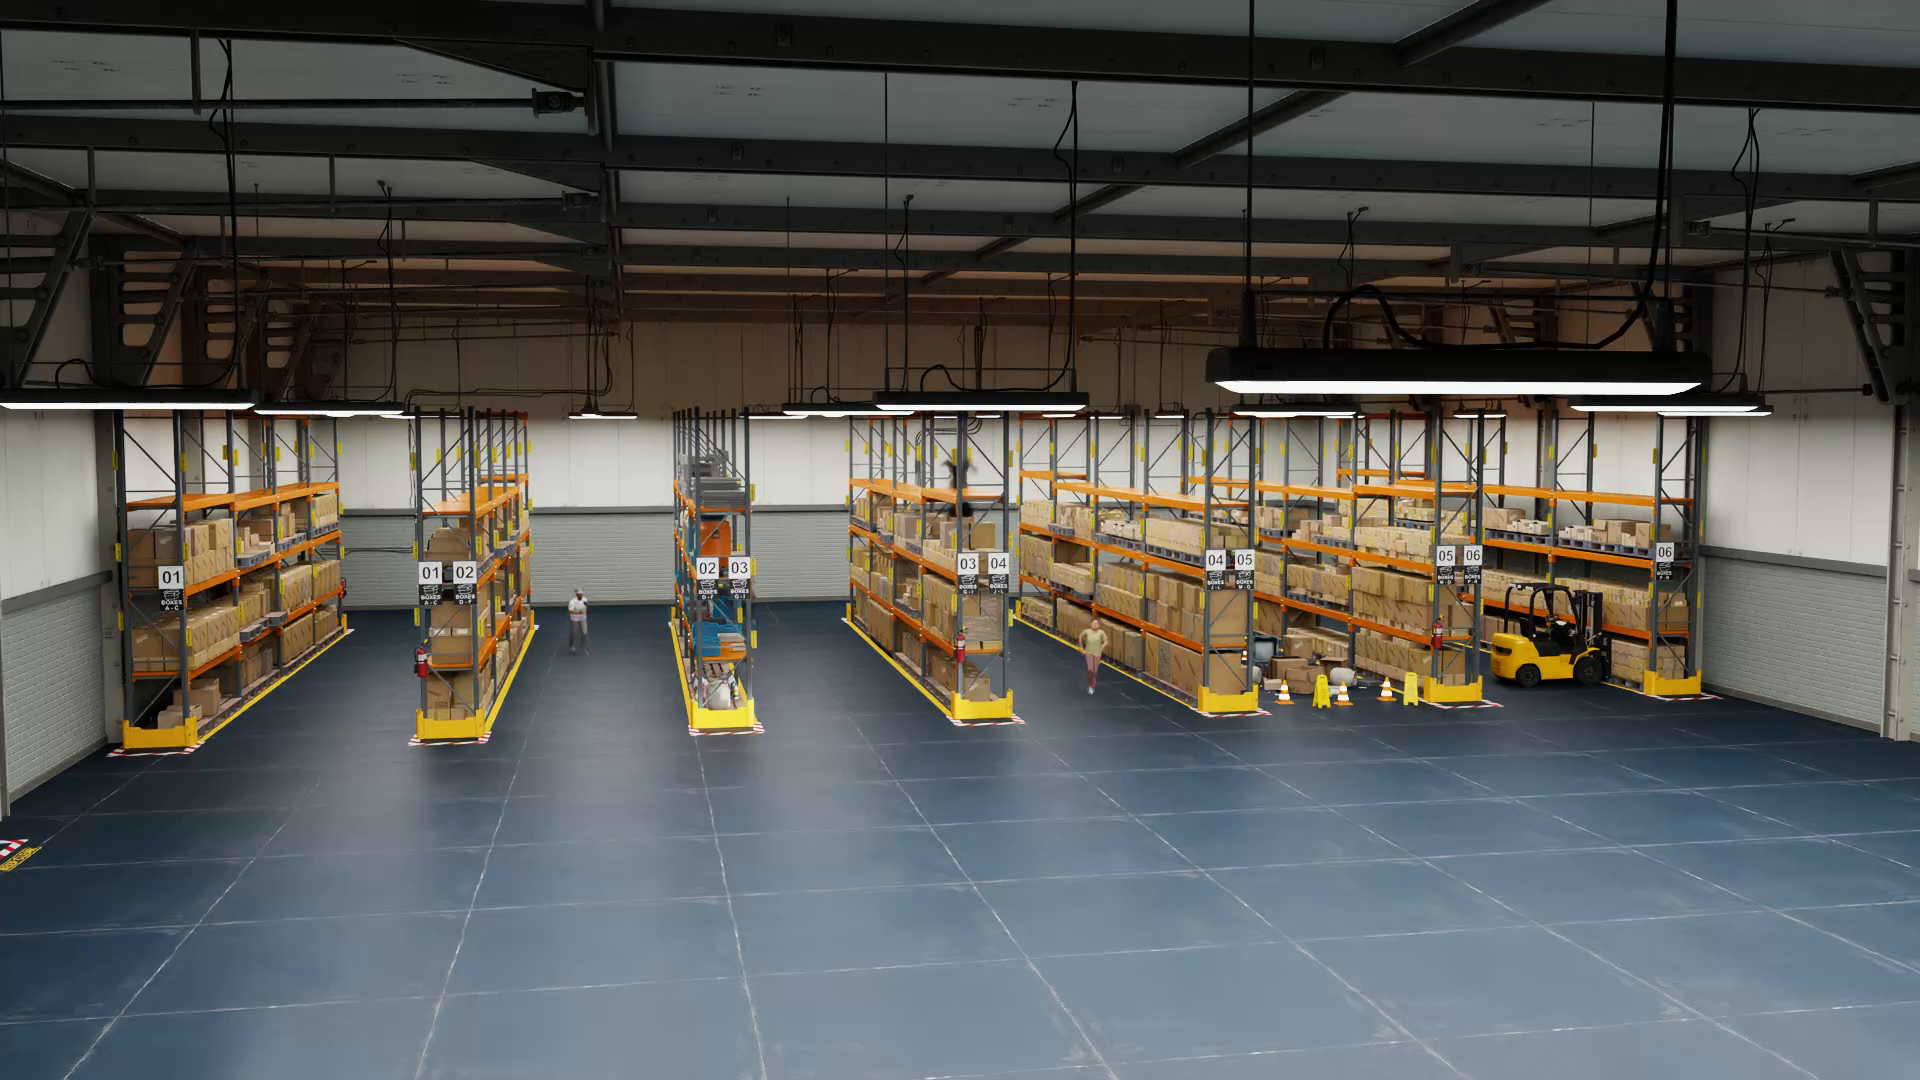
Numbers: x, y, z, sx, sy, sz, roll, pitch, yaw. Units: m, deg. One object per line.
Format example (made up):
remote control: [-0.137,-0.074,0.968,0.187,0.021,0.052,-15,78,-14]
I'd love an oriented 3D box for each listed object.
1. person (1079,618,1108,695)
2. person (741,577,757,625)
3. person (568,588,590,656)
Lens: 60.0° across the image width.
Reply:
person: [2.824,2.435,35.045,0.584,1.632,0.768,-1,4,-8]
person: [-6.098,1.482,47.036,0.702,1.821,0.822,-2,5,-28]
person: [-9.402,1.991,40.974,0.588,1.664,0.957,-3,5,-32]
